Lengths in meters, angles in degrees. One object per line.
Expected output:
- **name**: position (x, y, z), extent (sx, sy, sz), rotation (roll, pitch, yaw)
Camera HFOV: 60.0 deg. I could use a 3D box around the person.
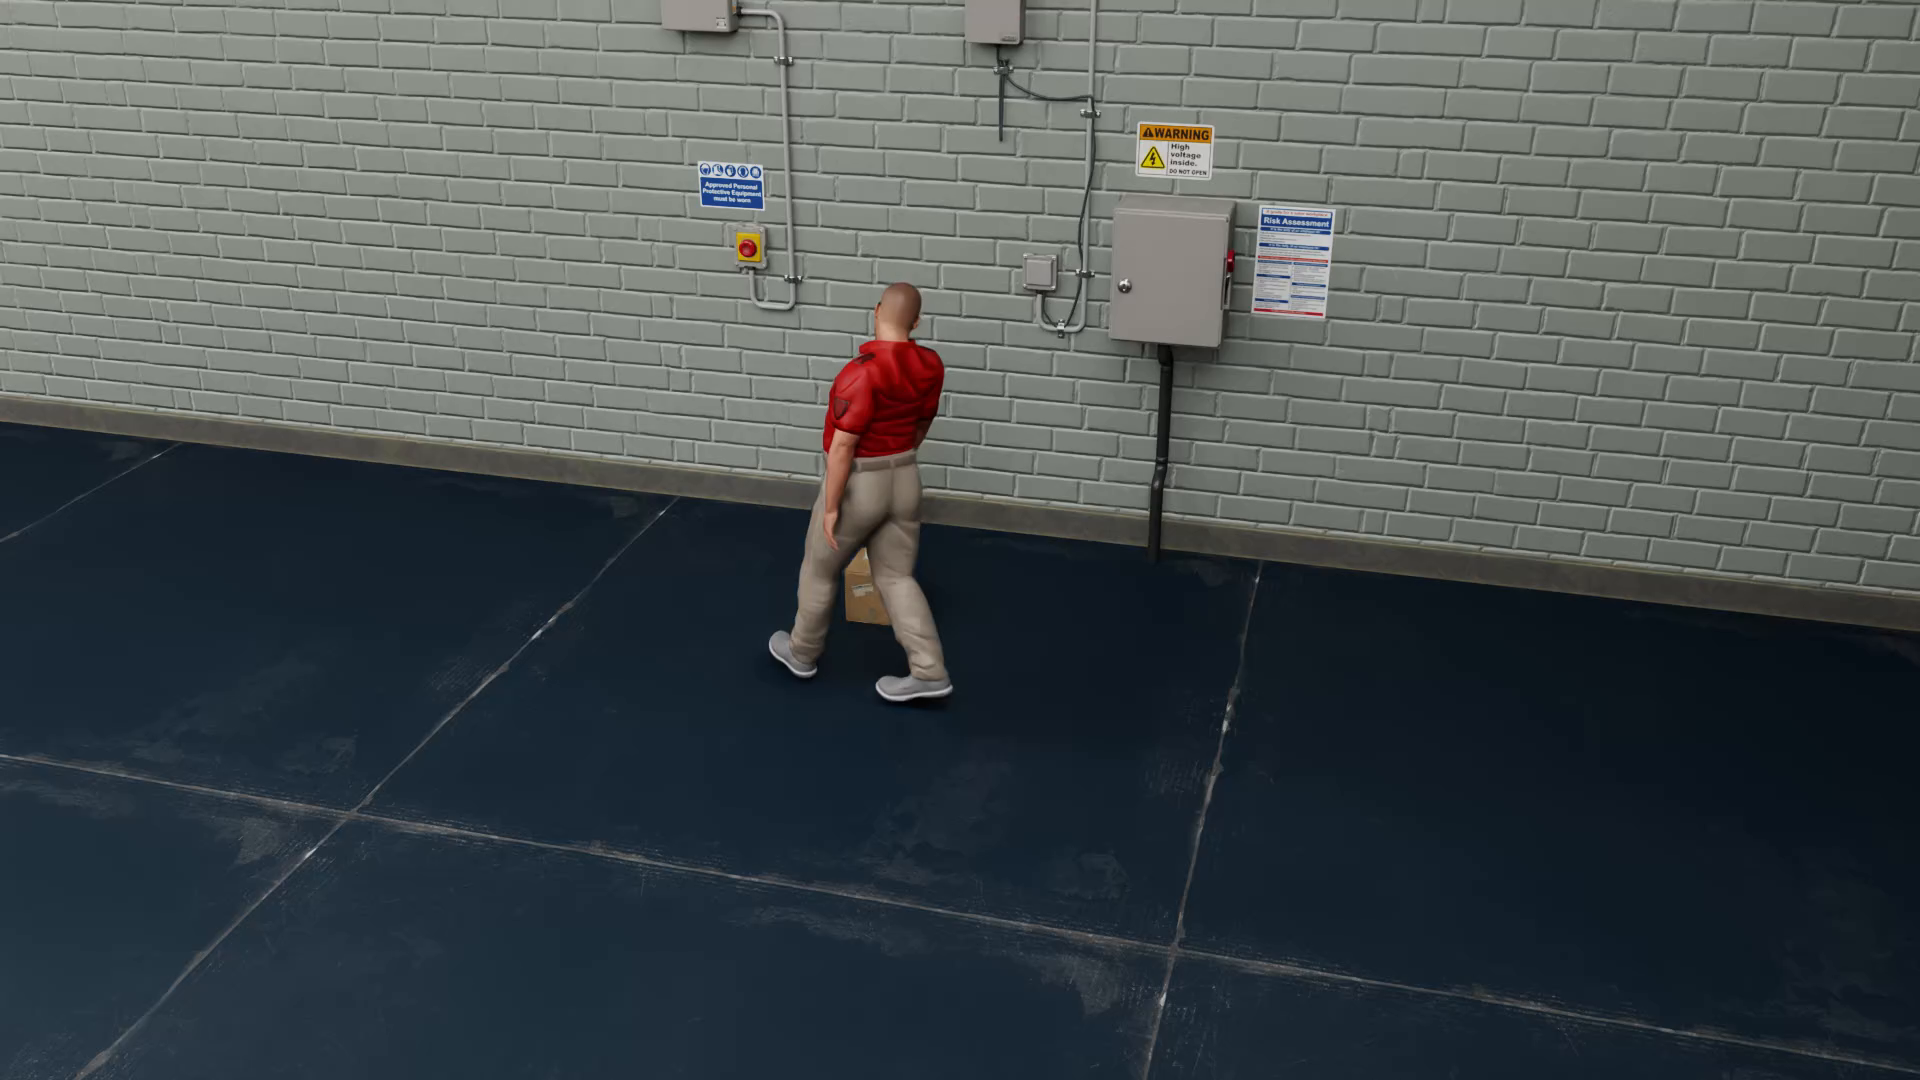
- **person**: position (-0.360, -0.178, 6.604), extent (0.596, 1.596, 0.877), rotation (-20, 32, -37)
